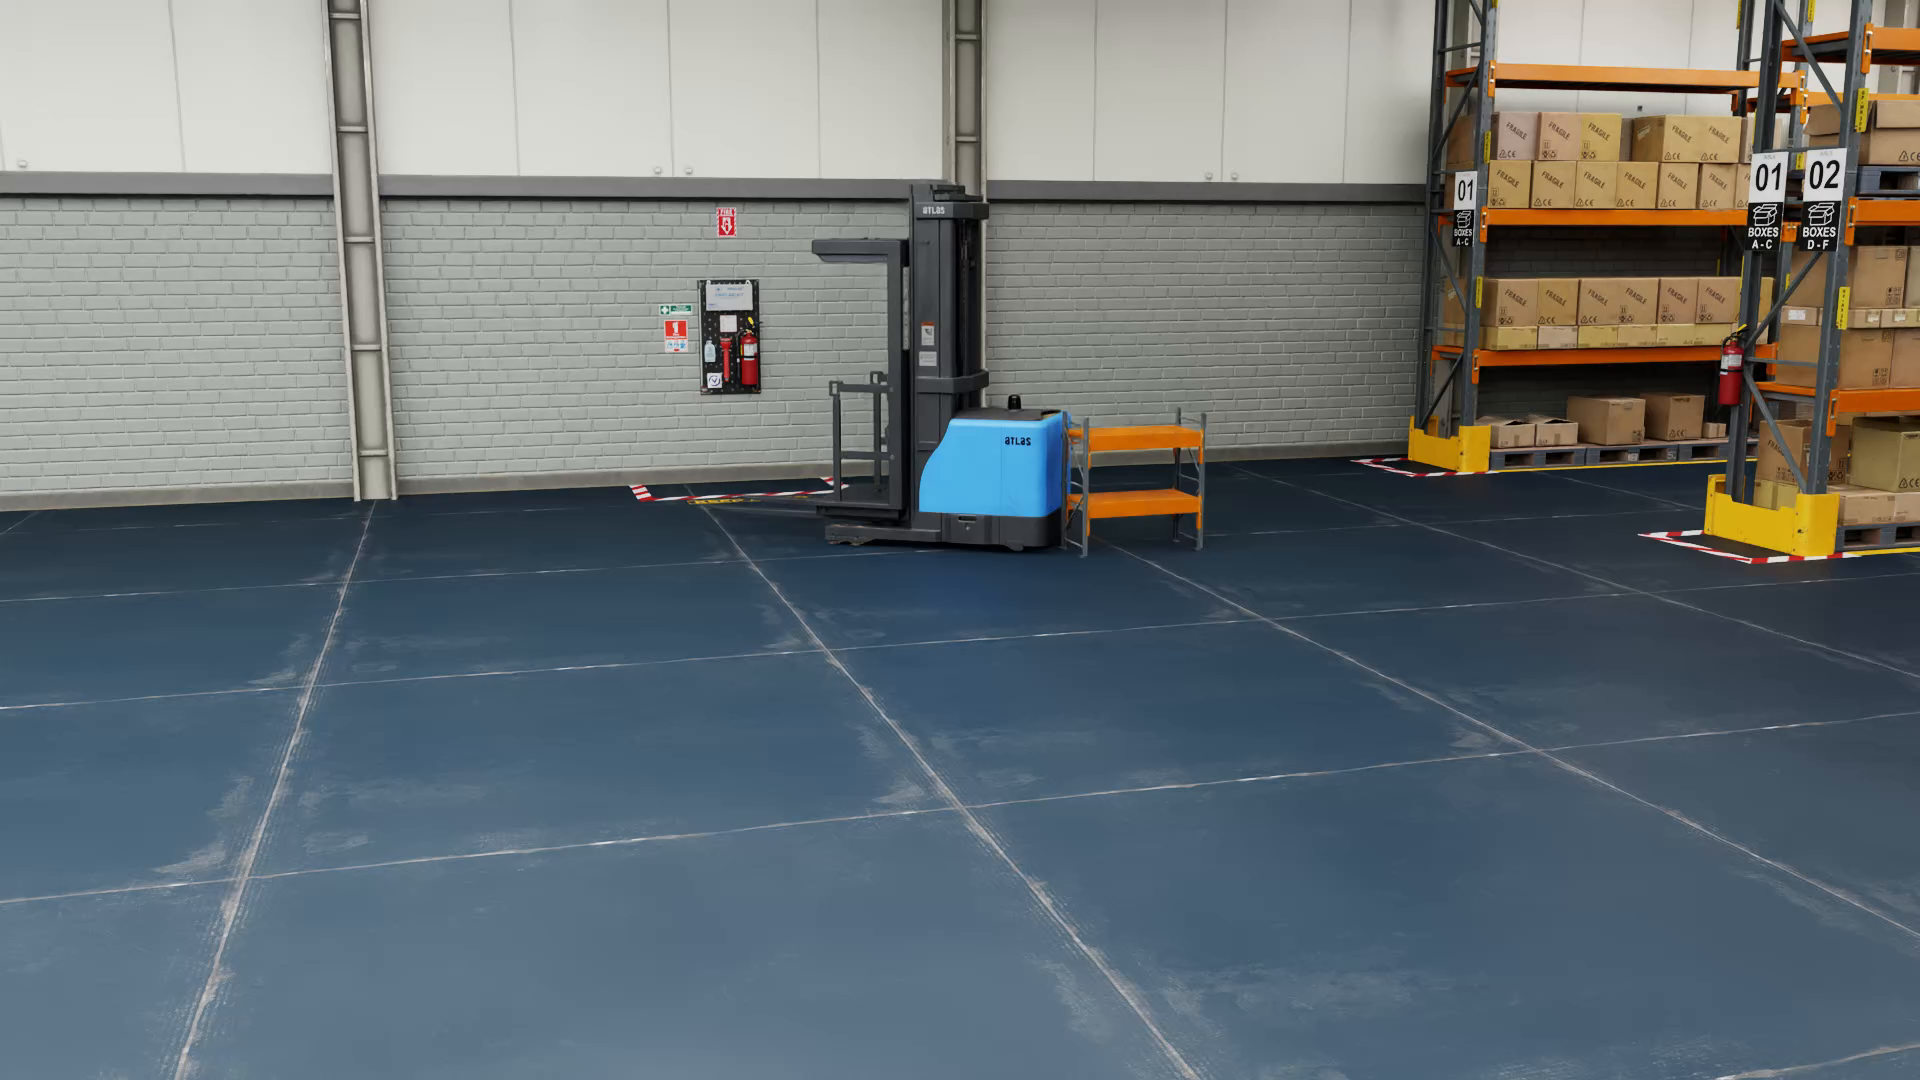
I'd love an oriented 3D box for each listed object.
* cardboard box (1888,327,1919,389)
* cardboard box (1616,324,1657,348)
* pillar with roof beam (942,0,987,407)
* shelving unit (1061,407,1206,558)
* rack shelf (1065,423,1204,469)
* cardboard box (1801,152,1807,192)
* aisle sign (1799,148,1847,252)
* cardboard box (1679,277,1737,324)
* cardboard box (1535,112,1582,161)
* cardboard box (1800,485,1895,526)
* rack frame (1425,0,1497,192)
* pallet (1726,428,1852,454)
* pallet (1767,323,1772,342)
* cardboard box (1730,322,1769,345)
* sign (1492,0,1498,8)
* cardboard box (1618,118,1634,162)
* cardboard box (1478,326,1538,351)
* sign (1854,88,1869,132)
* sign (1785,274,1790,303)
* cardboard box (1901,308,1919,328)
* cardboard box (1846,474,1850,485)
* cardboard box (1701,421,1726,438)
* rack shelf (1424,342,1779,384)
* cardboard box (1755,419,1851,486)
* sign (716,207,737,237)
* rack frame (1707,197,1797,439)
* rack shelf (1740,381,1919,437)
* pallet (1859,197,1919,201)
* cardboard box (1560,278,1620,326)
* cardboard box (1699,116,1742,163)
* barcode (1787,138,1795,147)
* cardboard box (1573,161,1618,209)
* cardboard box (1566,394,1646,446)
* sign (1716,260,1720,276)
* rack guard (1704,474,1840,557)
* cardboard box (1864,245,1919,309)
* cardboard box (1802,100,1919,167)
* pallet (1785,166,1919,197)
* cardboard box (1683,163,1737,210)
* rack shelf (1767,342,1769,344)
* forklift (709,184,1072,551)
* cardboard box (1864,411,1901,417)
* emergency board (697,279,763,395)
[{"bbox_3d":[7.719,-1.547,13.888,0.500,0.500,0.700,-3,11,-14],"label":"cardboard box"},{"bbox_3d":[7.405,-2.294,18.582,0.500,0.250,0.500,-3,11,-15],"label":"cardboard box"},{"bbox_3d":[1.249,-4.394,13.060,0.400,9.000,9.100,-3,11,-16],"label":"pillar with roof beam"},{"bbox_3d":[1.408,-0.481,13.553,1.048,1.125,0.538,-3,11,-18],"label":"shelving unit"},{"bbox_3d":[1.408,-0.769,13.500,1.000,0.278,0.538,-3,11,-18],"label":"rack shelf"},{"bbox_3d":[9.764,-4.257,19.164,0.500,0.500,0.500,-1,11,-8],"label":"cardboard box"},{"bbox_3d":[6.787,-2.671,13.089,0.004,0.787,0.394,-3,11,-16],"label":"aisle sign"},{"bbox_3d":[8.372,-2.713,18.788,0.500,0.500,0.500,-3,11,-16],"label":"cardboard box"},{"bbox_3d":[6.310,-4.330,17.902,0.500,0.500,0.500,-3,11,-17],"label":"cardboard box"},{"bbox_3d":[7.342,-0.292,13.780,0.500,0.250,0.500,-3,11,-16],"label":"cardboard box"},{"bbox_3d":[5.376,-5.260,17.766,0.127,3.000,1.000,-3,11,-16],"label":"rack frame"},{"bbox_3d":[9.964,-1.181,19.876,1.213,0.211,1.003,-3,11,-16],"label":"pallet"},{"bbox_3d":[9.992,-2.431,19.498,1.213,0.211,1.003,-3,11,-16],"label":"pallet"},{"bbox_3d":[8.847,-2.372,19.004,0.500,0.250,0.500,-3,11,-16],"label":"cardboard box"},{"bbox_3d":[5.528,-5.664,17.161,0.005,0.325,0.100,-3,11,-16],"label":"sign"},{"bbox_3d":[7.203,-4.478,18.707,0.500,0.500,0.500,-3,11,-16],"label":"cardboard box"},{"bbox_3d":[5.934,-2.215,18.155,0.500,0.250,0.500,-3,11,-18],"label":"cardboard box"},{"bbox_3d":[6.914,-3.296,12.748,0.005,0.325,0.100,-3,11,-16],"label":"sign"},{"bbox_3d":[9.376,-2.844,18.820,0.005,0.325,0.100,-3,11,-16],"label":"sign"},{"bbox_3d":[7.694,-1.826,13.611,0.250,0.149,0.380,-3,11,-16],"label":"cardboard box"},{"bbox_3d":[7.674,-0.409,14.418,0.500,0.250,0.500,-3,11,-16],"label":"cardboard box"},{"bbox_3d":[8.712,-1.303,19.450,0.250,0.166,0.380,-5,11,-23],"label":"cardboard box"},{"bbox_3d":[7.297,-2.057,18.924,4.000,0.370,1.077,-3,11,-16],"label":"rack shelf"},{"bbox_3d":[7.196,-0.751,14.203,0.500,0.500,0.500,-3,11,-16],"label":"cardboard box"},{"bbox_3d":[-2.373,-3.231,16.907,0.199,0.298,0.001,-3,11,-16],"label":"sign"},{"bbox_3d":[9.217,-2.512,19.408,0.127,3.000,1.000,-3,11,-16],"label":"rack frame"},{"bbox_3d":[8.685,-1.196,14.247,4.000,0.370,1.077,-3,11,-16],"label":"rack shelf"},{"bbox_3d":[10.835,-3.961,19.511,1.003,0.211,1.213,-3,11,-16],"label":"pallet"},{"bbox_3d":[6.894,-2.635,18.362,0.500,0.500,0.500,-3,11,-18],"label":"cardboard box"},{"bbox_3d":[8.286,-4.436,18.480,0.500,0.500,0.500,-2,11,-13],"label":"cardboard box"},{"bbox_3d":[6.920,-3.309,13.846,0.075,0.075,0.001,-3,11,-16],"label":"barcode"},{"bbox_3d":[6.790,-3.865,18.142,0.500,0.500,0.500,-2,11,-13],"label":"cardboard box"},{"bbox_3d":[7.332,-1.374,18.912,0.500,0.500,0.700,-4,11,-20],"label":"cardboard box"},{"bbox_3d":[9.058,-3.178,19.826,0.005,0.325,0.100,-3,11,-16],"label":"sign"},{"bbox_3d":[6.742,-0.218,13.852,0.348,0.500,1.175,-3,11,-16],"label":"rack guard"},{"bbox_3d":[7.771,-2.188,13.786,0.500,0.500,0.700,-3,11,-17],"label":"cardboard box"},{"bbox_3d":[7.318,-3.279,13.454,0.637,0.503,0.797,-2,11,-12],"label":"cardboard box"},{"bbox_3d":[7.451,-2.912,13.538,1.213,0.211,1.003,-3,11,-16],"label":"pallet"},{"bbox_3d":[8.312,-3.955,18.627,0.500,0.500,0.500,-4,11,-21],"label":"cardboard box"},{"bbox_3d":[11.137,-2.260,20.023,4.000,0.370,1.077,-3,11,-16],"label":"rack shelf"},{"bbox_3d":[-0.618,-1.481,13.998,3.031,2.935,1.130,3,11,17],"label":"forklift"},{"bbox_3d":[10.902,-1.593,20.104,0.500,0.500,0.700,-3,11,-15],"label":"cardboard box"},{"bbox_3d":[-2.337,-2.074,17.025,0.643,1.169,0.194,-3,11,-16],"label":"emergency board"}]
